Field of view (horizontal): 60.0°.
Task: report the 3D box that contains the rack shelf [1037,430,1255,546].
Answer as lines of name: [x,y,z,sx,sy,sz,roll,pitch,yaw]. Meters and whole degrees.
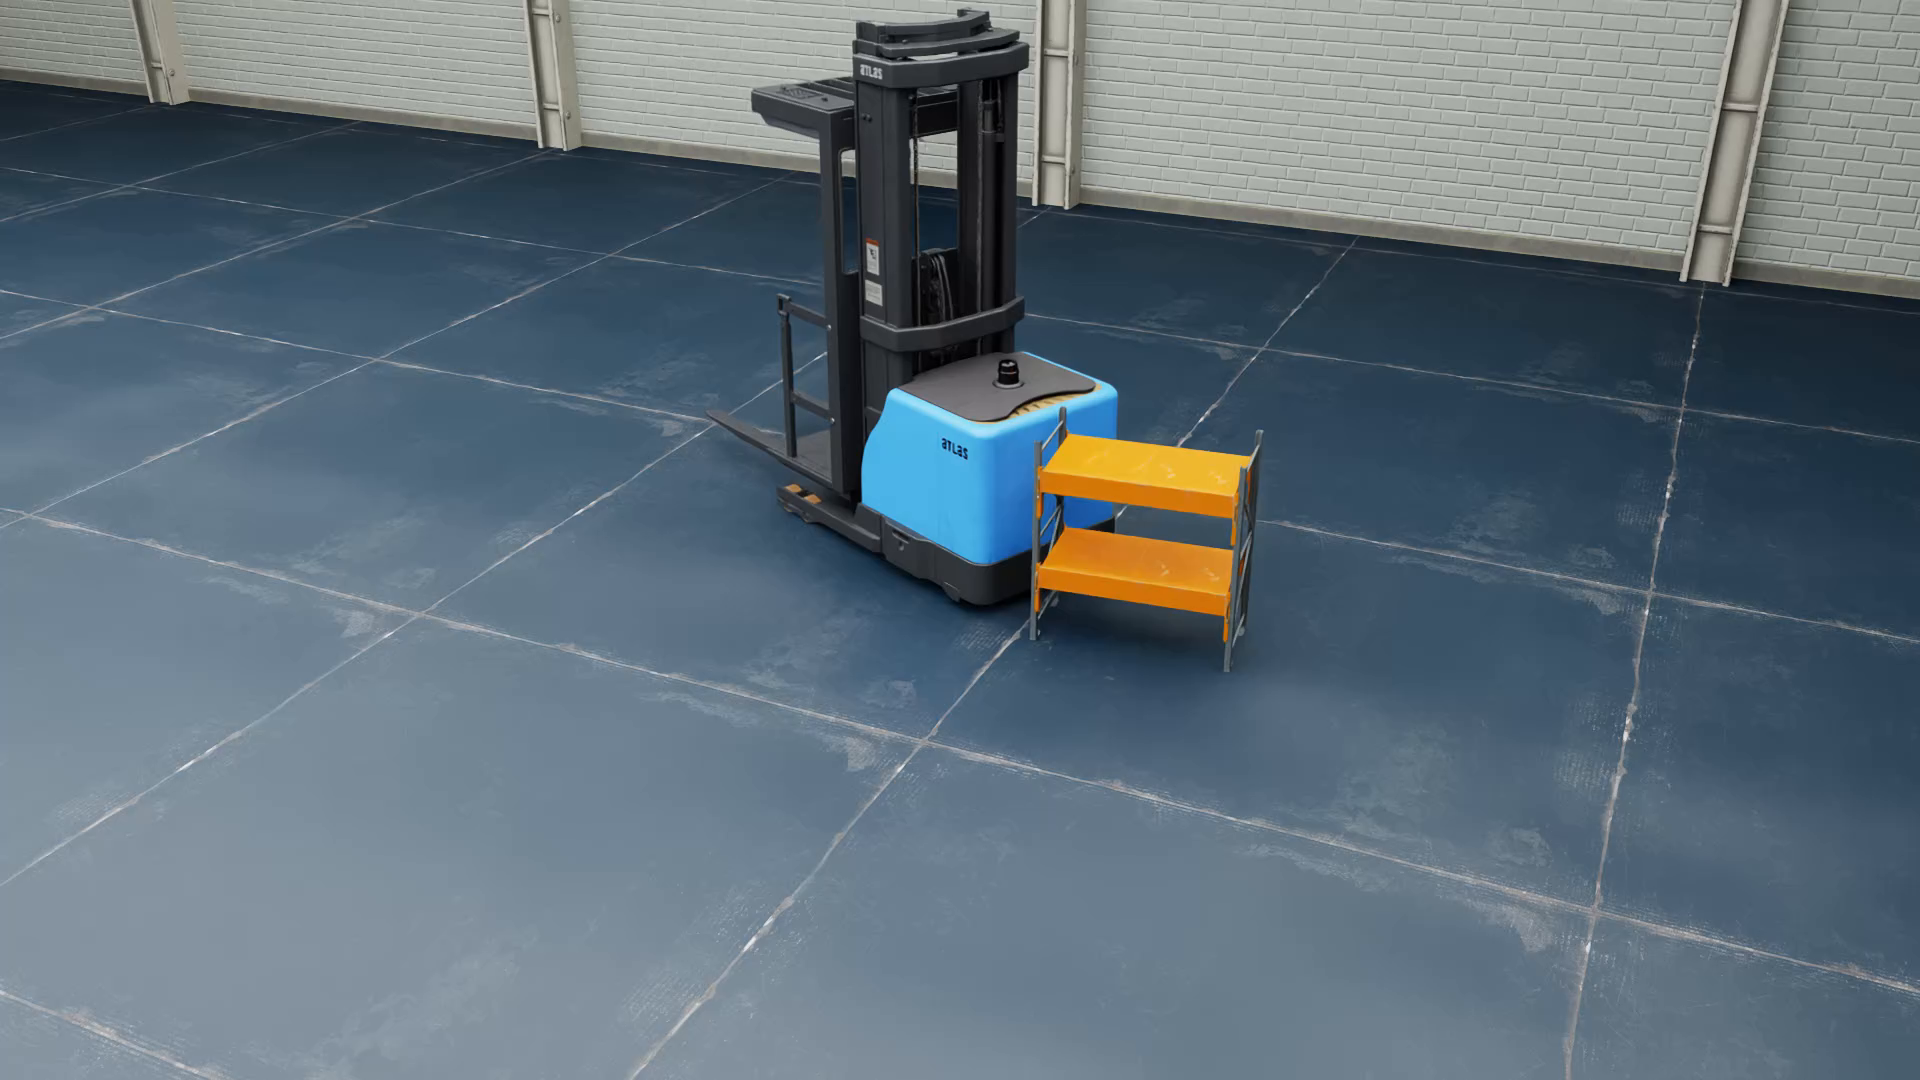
rack shelf: [0.941,-0.274,8.371,1.000,0.278,0.538,8,27,17]

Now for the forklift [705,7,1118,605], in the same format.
forklift: [-0.456,-1.545,9.569,1.130,2.935,3.031,-20,33,-35]

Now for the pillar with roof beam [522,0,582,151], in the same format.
pillar with roof beam: [-6.288,-6.751,13.275,0.400,9.000,9.100,11,28,22]

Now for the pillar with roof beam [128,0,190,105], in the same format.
pillar with roof beam: [-11.749,-7.848,15.503,0.400,9.000,9.100,11,28,22]

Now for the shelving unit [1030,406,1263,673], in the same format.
shelving unit: [0.941,-0.012,8.500,1.048,1.125,0.538,8,27,17]

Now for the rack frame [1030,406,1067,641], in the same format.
rack frame: [0.460,-0.083,8.645,0.032,1.125,0.500,8,27,17]

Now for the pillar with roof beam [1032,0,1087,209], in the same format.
pillar with roof beam: [-0.826,-5.654,11.047,0.400,9.000,9.100,11,28,22]

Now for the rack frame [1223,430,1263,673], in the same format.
rack frame: [1.423,0.060,8.355,0.032,1.125,0.500,8,27,17]

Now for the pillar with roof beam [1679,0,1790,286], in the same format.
pillar with roof beam: [4.636,-4.557,8.818,0.400,9.000,9.100,11,28,22]

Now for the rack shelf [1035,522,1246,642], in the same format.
rack shelf: [0.941,0.208,8.608,1.000,0.278,0.538,8,27,17]
